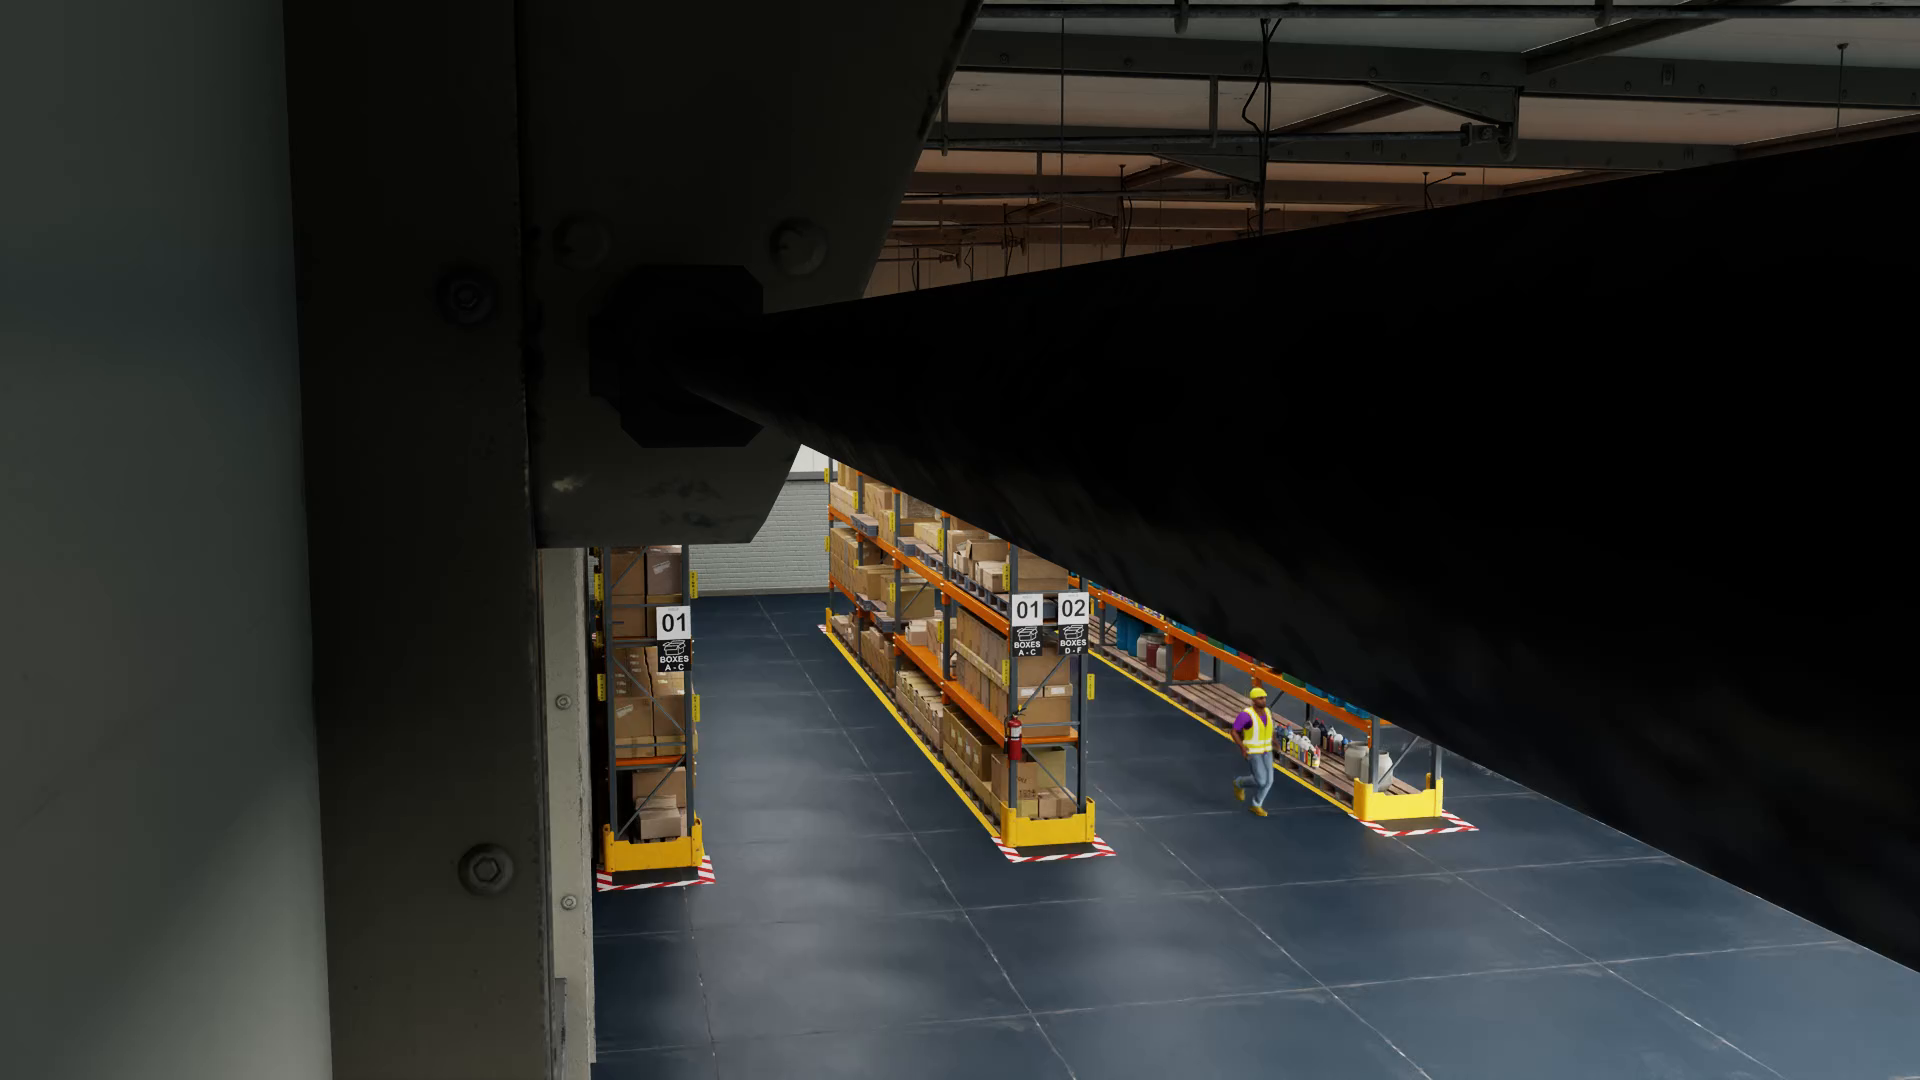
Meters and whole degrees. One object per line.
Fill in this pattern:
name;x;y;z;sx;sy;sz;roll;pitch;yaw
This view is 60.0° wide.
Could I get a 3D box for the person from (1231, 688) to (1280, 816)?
person;3.981;2.832;22.403;0.705;1.722;0.585;-4;8;-33
